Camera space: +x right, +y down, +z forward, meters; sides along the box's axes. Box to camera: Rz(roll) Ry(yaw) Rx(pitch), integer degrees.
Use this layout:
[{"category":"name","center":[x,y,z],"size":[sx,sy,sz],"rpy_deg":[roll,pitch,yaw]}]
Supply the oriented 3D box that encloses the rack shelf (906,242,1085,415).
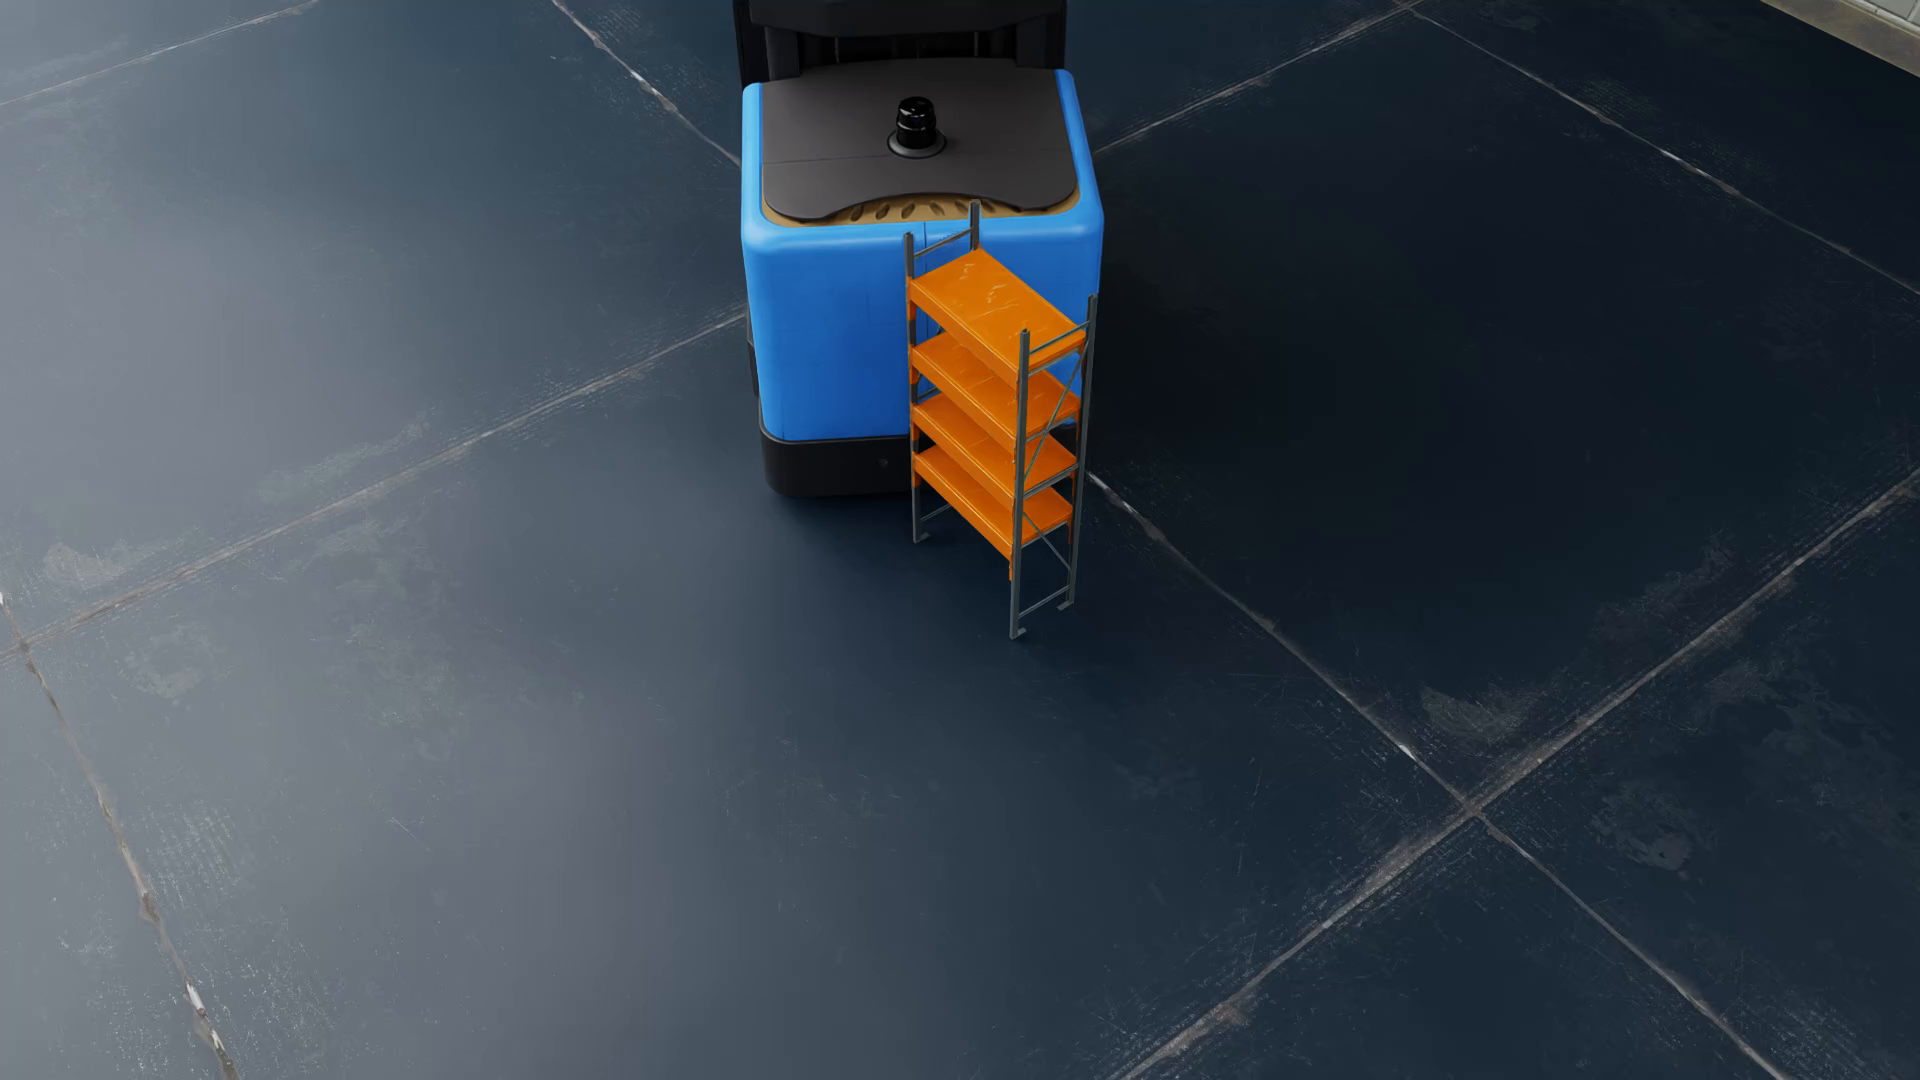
[{"category":"rack shelf","center":[0.100,-0.569,4.426],"size":[0.258,0.148,0.480],"rpy_deg":[-29,54,-24]}]

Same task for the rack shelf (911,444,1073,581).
[{"category":"rack shelf","center":[0.100,-0.127,4.914],"size":[0.258,0.148,0.480],"rpy_deg":[-29,54,-24]}]

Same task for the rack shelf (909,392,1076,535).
[{"category":"rack shelf","center":[0.100,-0.260,4.767],"size":[0.258,0.148,0.480],"rpy_deg":[-29,54,-24]}]

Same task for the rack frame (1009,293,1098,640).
[{"category":"rack frame","center":[0.248,-0.162,4.587],"size":[0.240,1.200,0.015],"rpy_deg":[-29,54,-24]}]

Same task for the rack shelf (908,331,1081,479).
[{"category":"rack shelf","center":[0.100,-0.410,4.601],"size":[0.258,0.148,0.480],"rpy_deg":[-29,54,-24]}]

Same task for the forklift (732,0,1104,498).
[{"category":"forklift","center":[-0.214,-2.214,5.279],"size":[1.130,2.935,3.031],"rpy_deg":[-3,48,-3]}]

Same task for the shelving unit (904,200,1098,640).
[{"category":"shelving unit","center":[0.100,-0.305,4.717],"size":[0.258,1.200,0.503],"rpy_deg":[-29,54,-24]}]

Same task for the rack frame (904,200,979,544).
[{"category":"rack frame","center":[-0.048,-0.449,4.847],"size":[0.240,1.200,0.015],"rpy_deg":[-29,54,-24]}]
